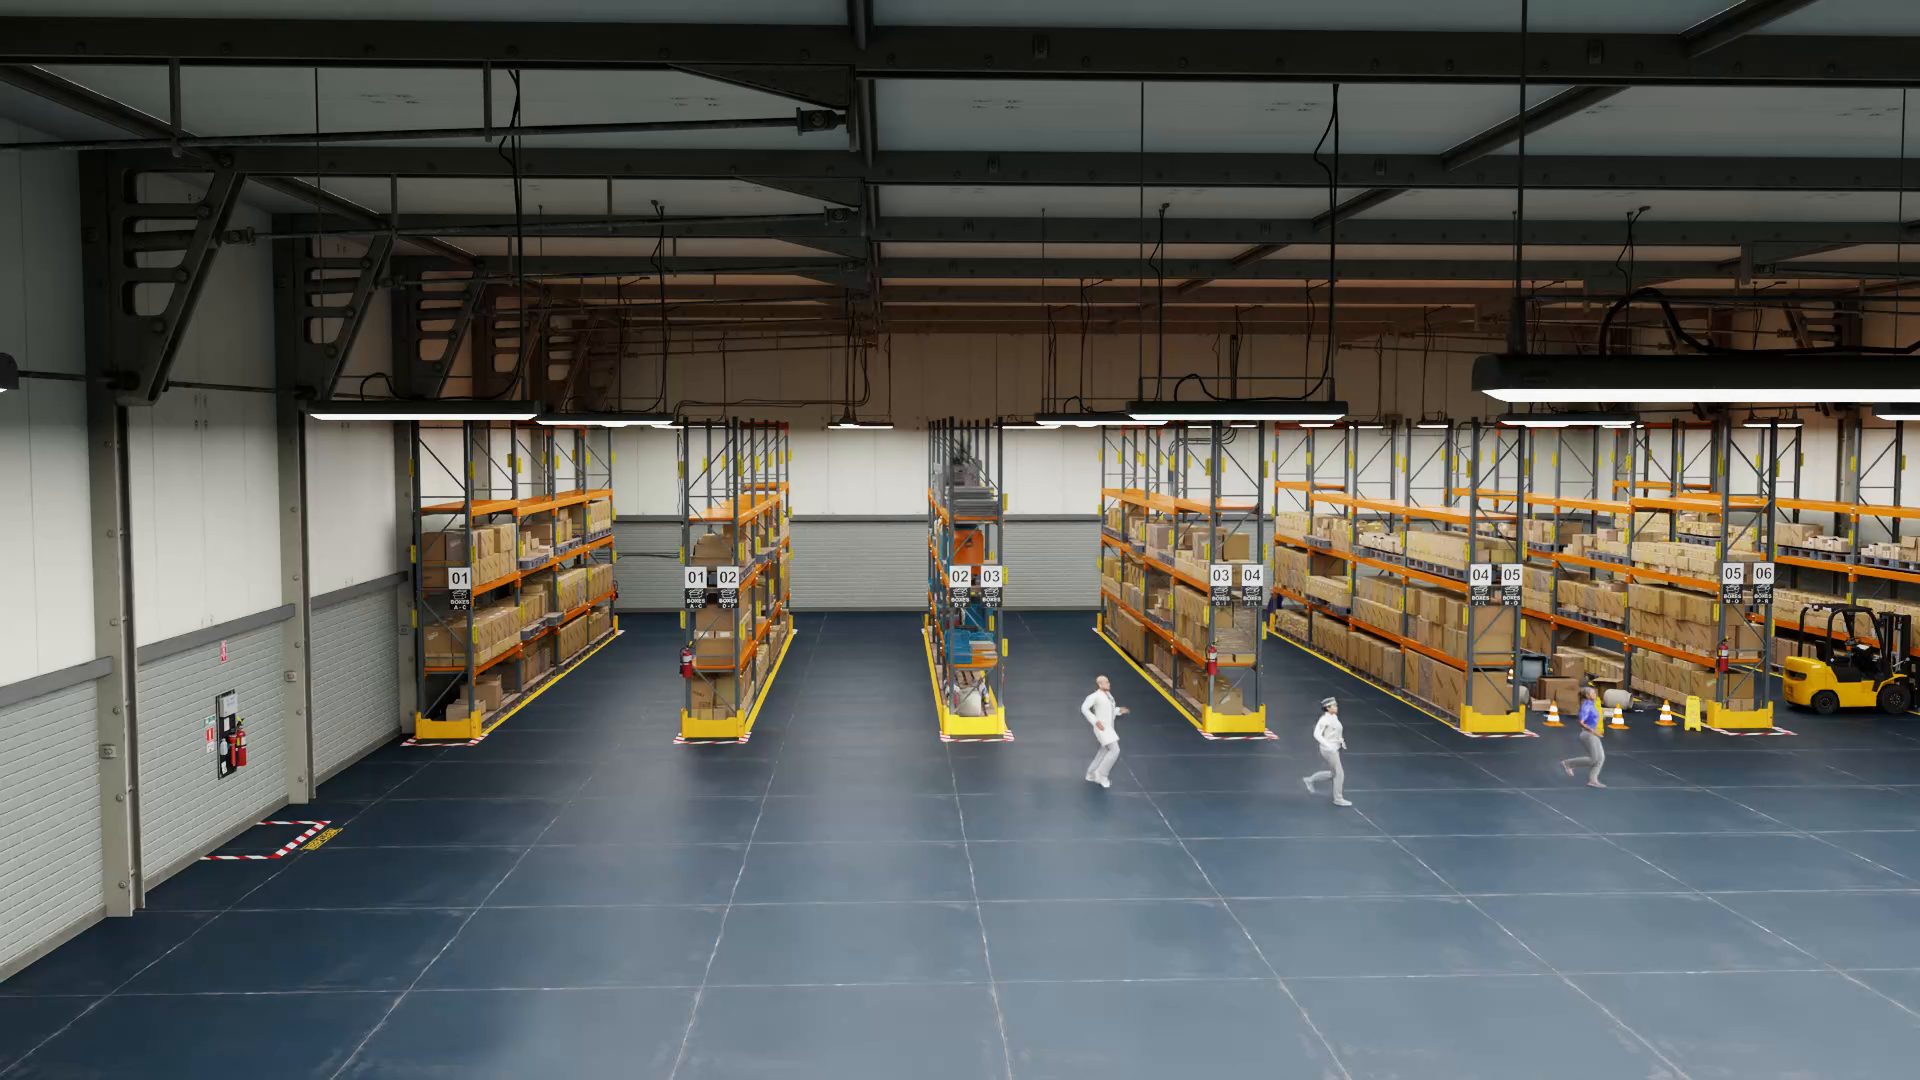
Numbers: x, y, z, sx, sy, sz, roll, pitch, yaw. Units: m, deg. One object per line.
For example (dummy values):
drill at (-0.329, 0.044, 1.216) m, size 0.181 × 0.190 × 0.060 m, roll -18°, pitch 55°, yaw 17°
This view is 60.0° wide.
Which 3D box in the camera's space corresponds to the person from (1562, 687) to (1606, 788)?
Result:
person at (10.099, 3.172, 26.841) m, size 0.669 × 1.625 × 0.578 m, roll 2°, pitch 4°, yaw 27°

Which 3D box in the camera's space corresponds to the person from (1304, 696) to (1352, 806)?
person at (5.644, 3.220, 25.506) m, size 0.760 × 1.670 × 0.635 m, roll 2°, pitch 4°, yaw 29°

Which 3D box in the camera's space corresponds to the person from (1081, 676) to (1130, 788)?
person at (2.356, 3.097, 26.815) m, size 0.737 × 1.808 × 0.685 m, roll 2°, pitch 4°, yaw 25°

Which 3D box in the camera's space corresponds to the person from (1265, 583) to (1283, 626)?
person at (9.259, 1.754, 48.765) m, size 0.870 × 1.558 × 0.611 m, roll -1°, pitch 4°, yaw -9°
